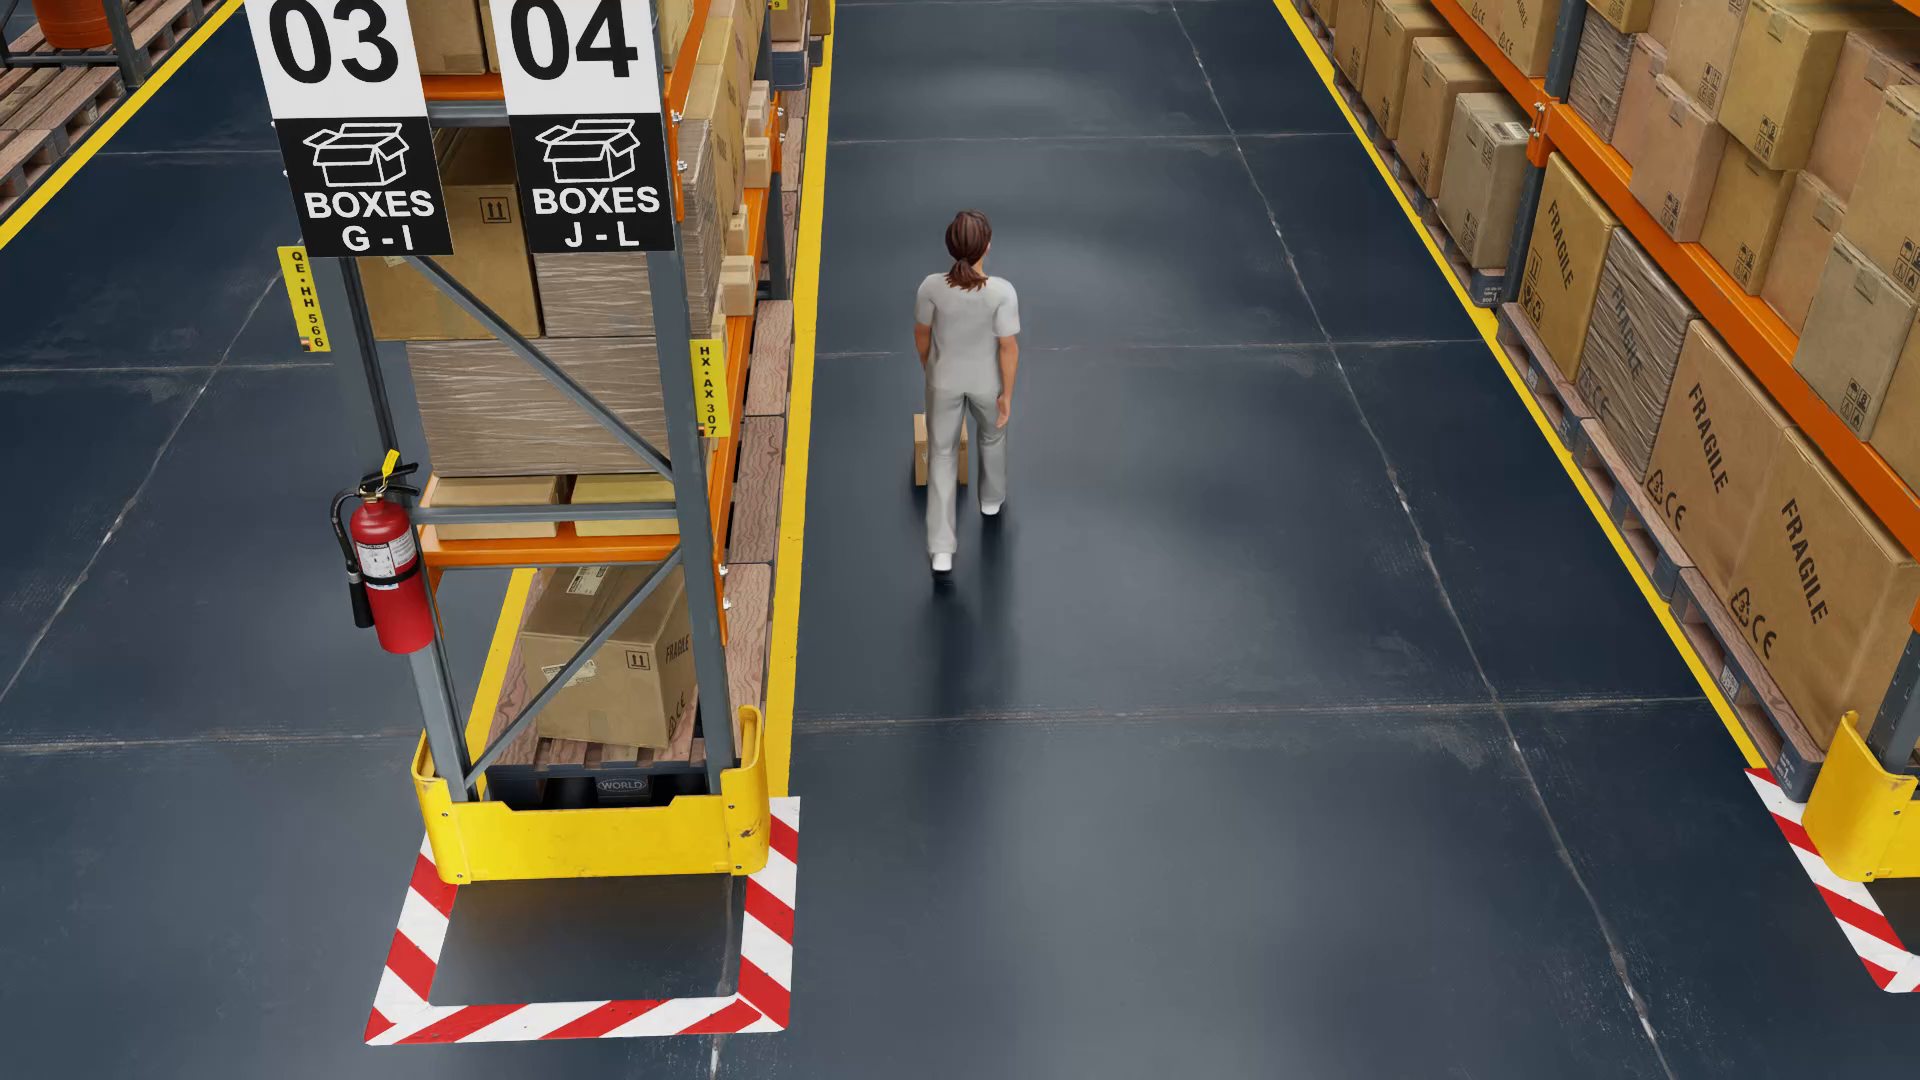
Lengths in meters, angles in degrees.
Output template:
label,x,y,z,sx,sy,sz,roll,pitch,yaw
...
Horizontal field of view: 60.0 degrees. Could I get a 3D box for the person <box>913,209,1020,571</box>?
label,x,y,z,sx,sy,sz,roll,pitch,yaw
person,0.030,-0.699,7.135,0.447,1.633,0.890,1,35,1
